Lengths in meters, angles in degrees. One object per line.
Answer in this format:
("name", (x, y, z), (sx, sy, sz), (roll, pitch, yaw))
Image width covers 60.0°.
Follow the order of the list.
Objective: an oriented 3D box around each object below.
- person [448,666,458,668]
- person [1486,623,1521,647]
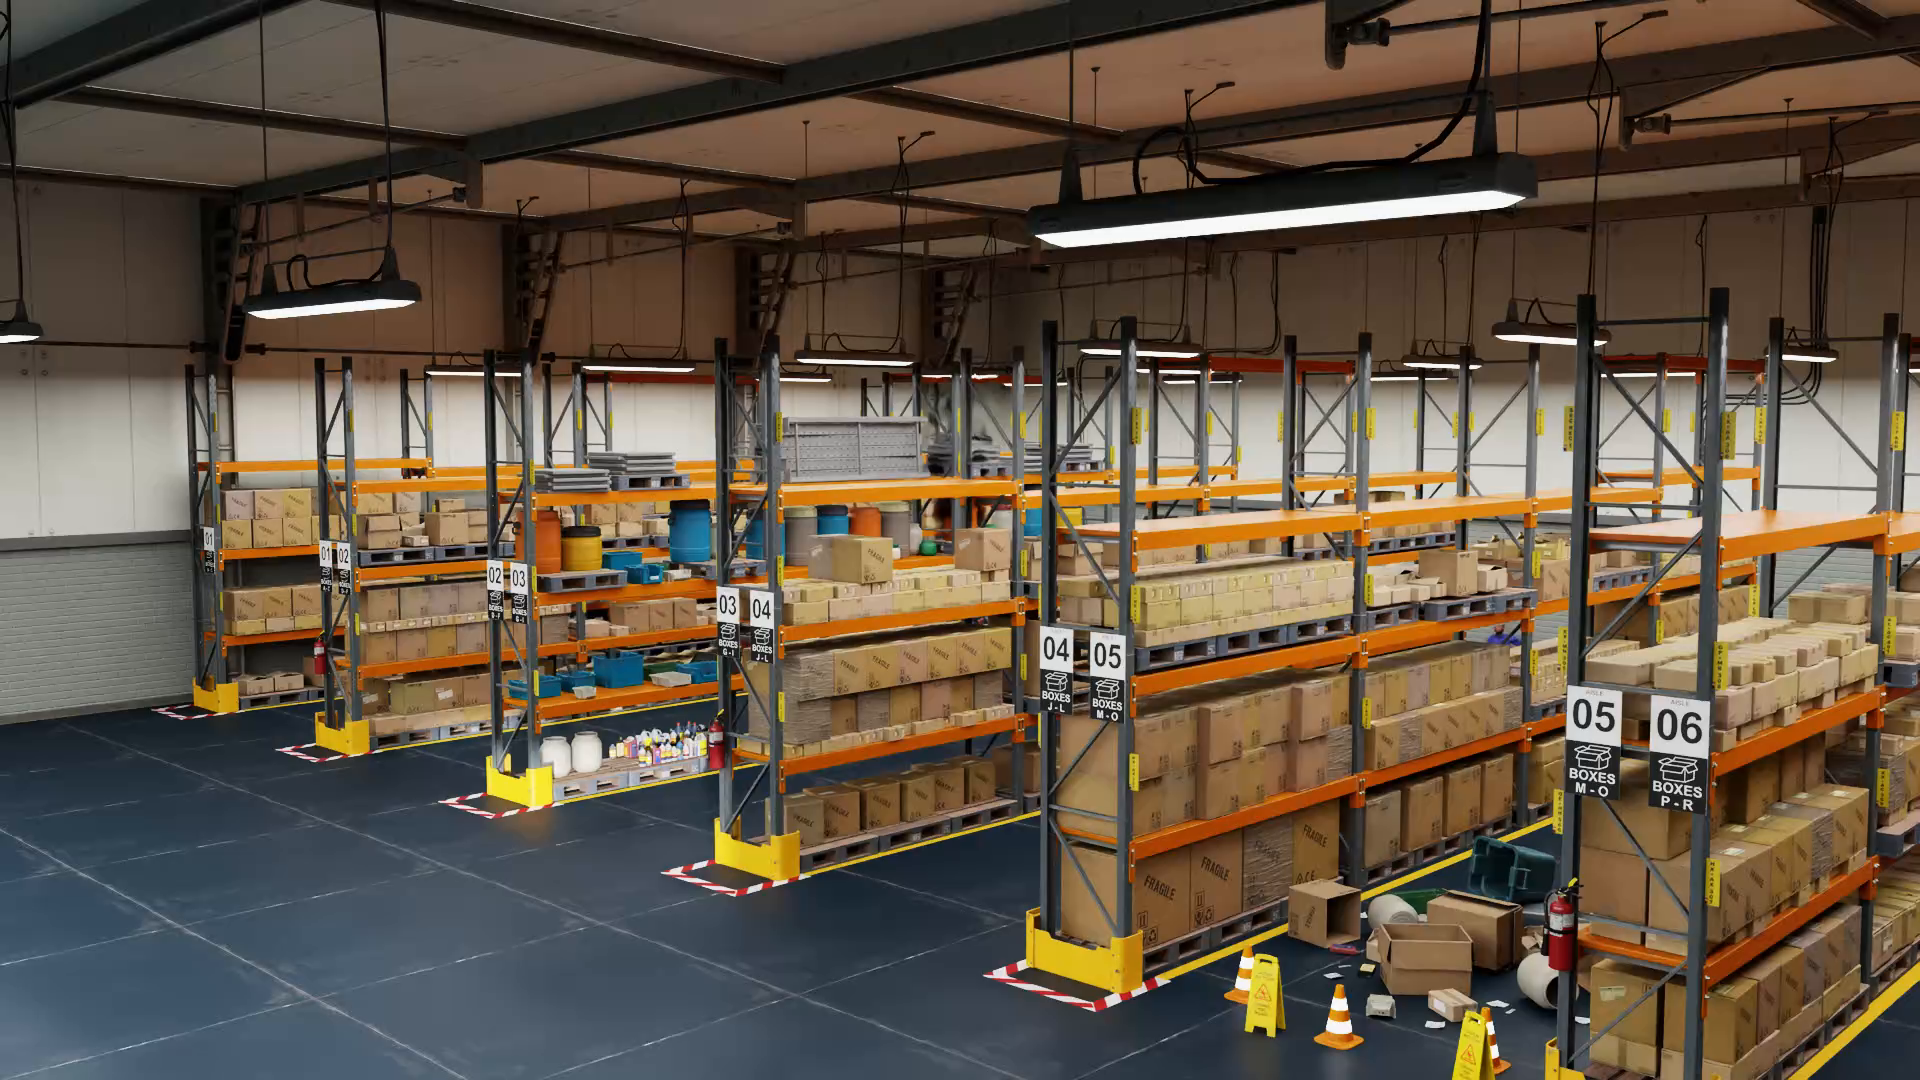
("person", (-8.712, 2.114, 28.884), (0.885, 1.739, 0.584), (-4, 6, -43))
("person", (9.224, 2.186, 28.337), (0.559, 1.635, 0.630), (4, 6, 45))
